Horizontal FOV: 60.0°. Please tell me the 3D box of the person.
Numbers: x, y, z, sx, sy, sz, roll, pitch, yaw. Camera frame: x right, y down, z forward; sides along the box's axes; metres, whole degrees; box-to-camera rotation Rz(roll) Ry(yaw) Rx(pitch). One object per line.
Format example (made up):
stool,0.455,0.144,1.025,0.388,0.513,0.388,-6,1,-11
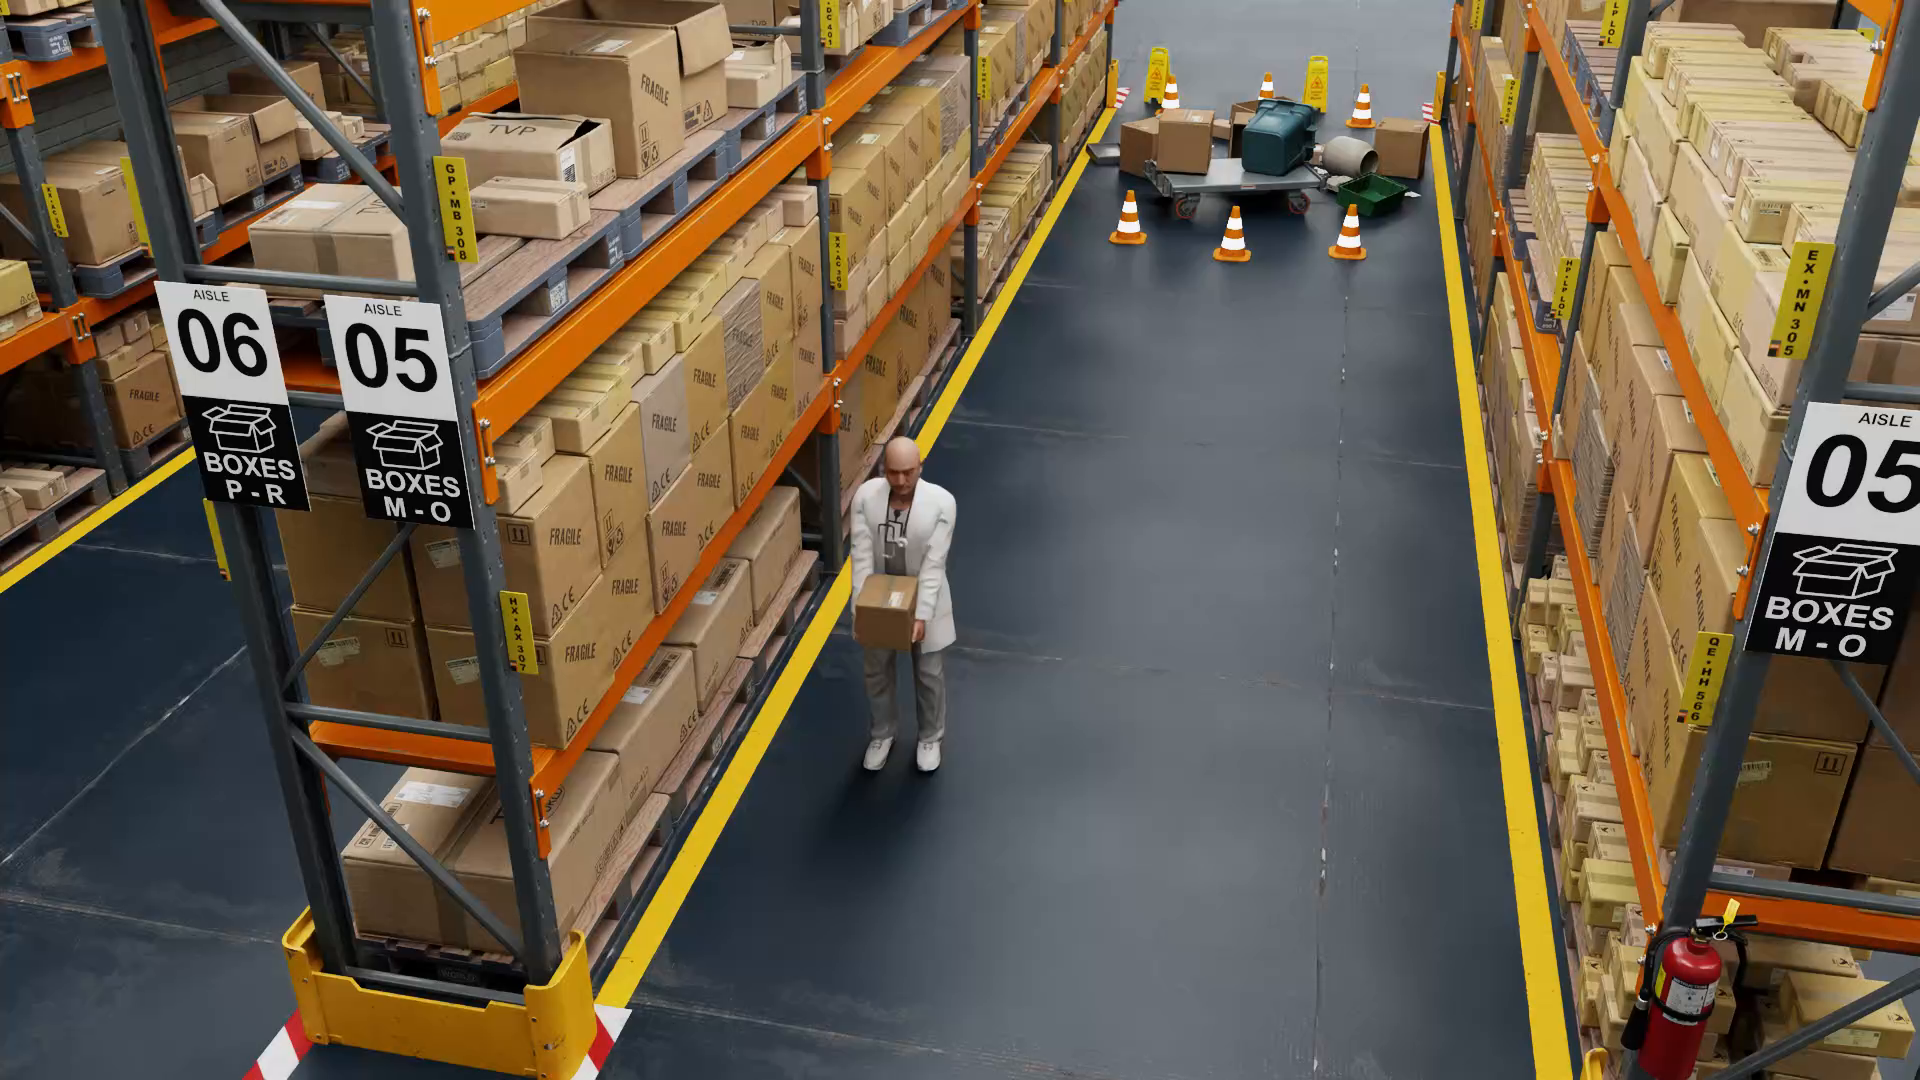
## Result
person,-0.291,0.334,8.034,0.527,1.774,0.573,5,29,10
